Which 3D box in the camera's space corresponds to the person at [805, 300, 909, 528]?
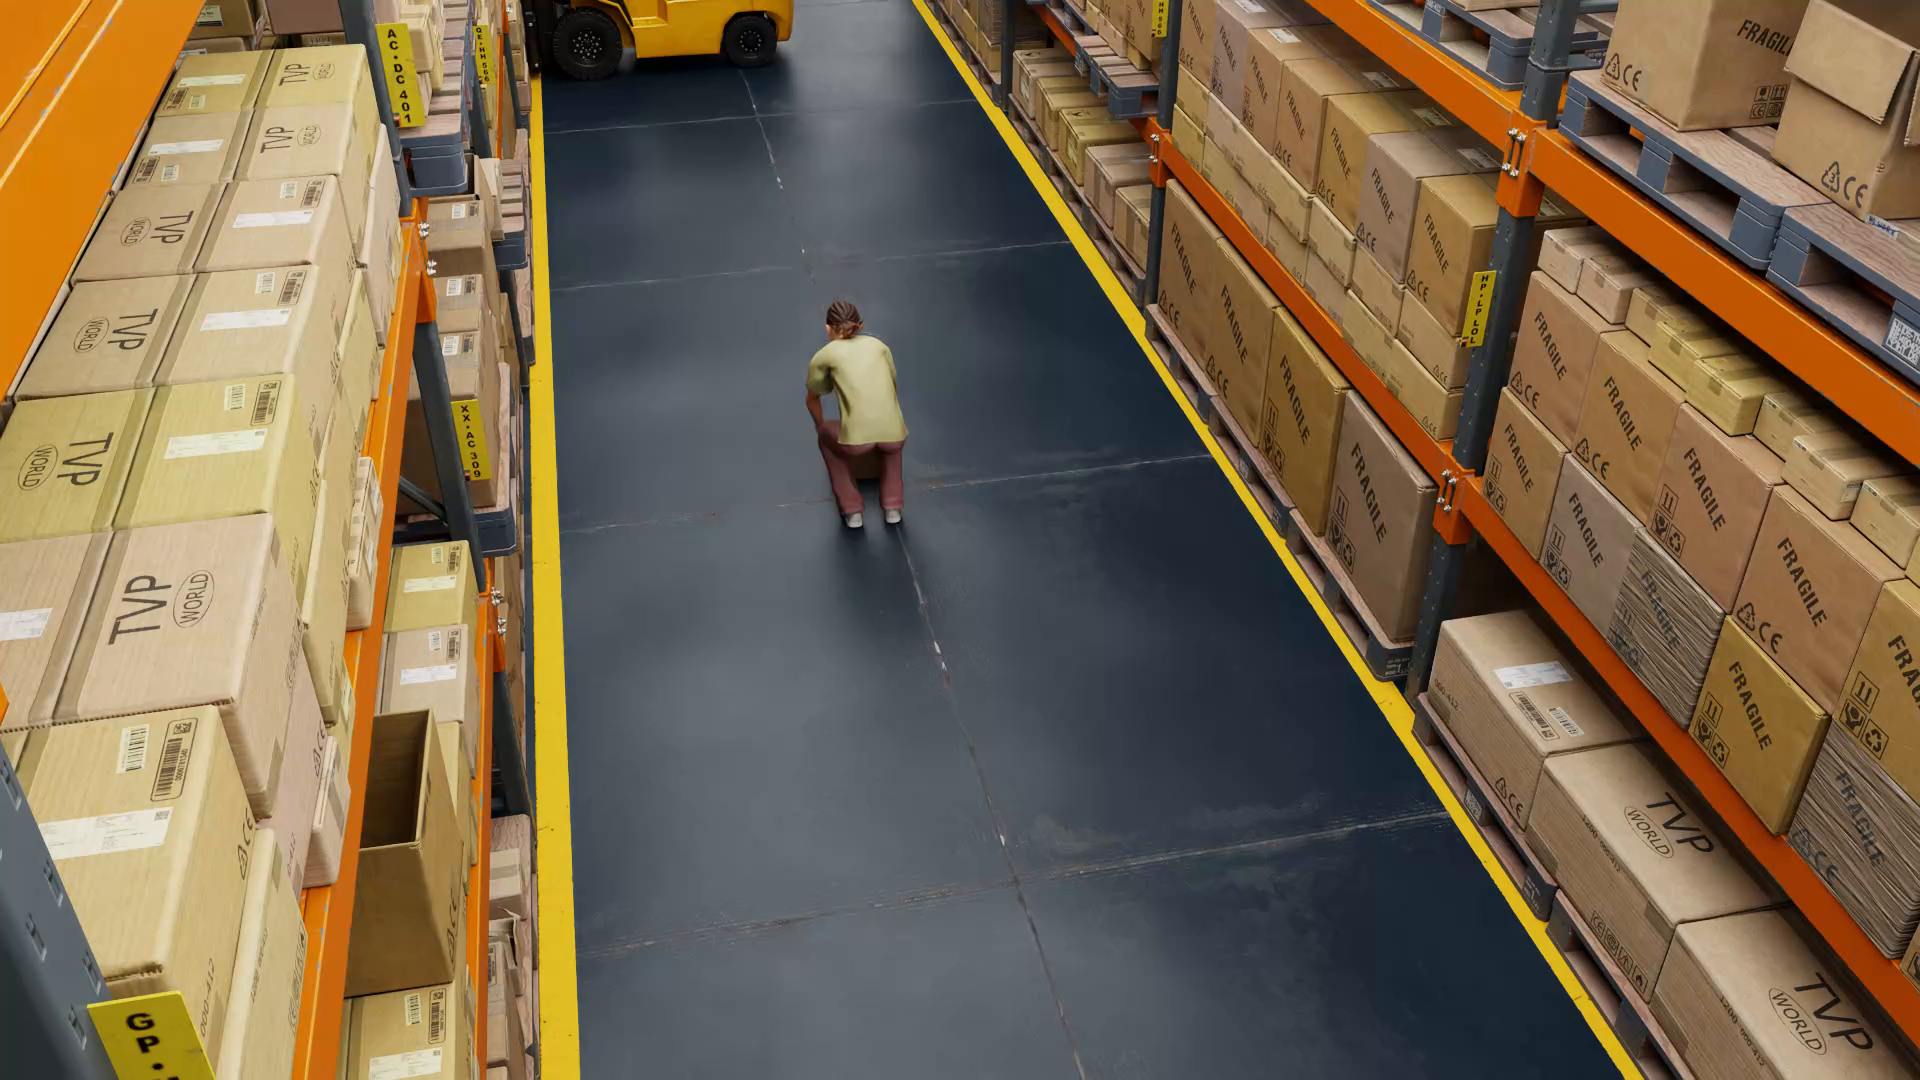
[{"bbox_3d":[-0.545,-0.645,8.805,0.503,1.102,0.757,-7,35,-11],"label":"person"}]
